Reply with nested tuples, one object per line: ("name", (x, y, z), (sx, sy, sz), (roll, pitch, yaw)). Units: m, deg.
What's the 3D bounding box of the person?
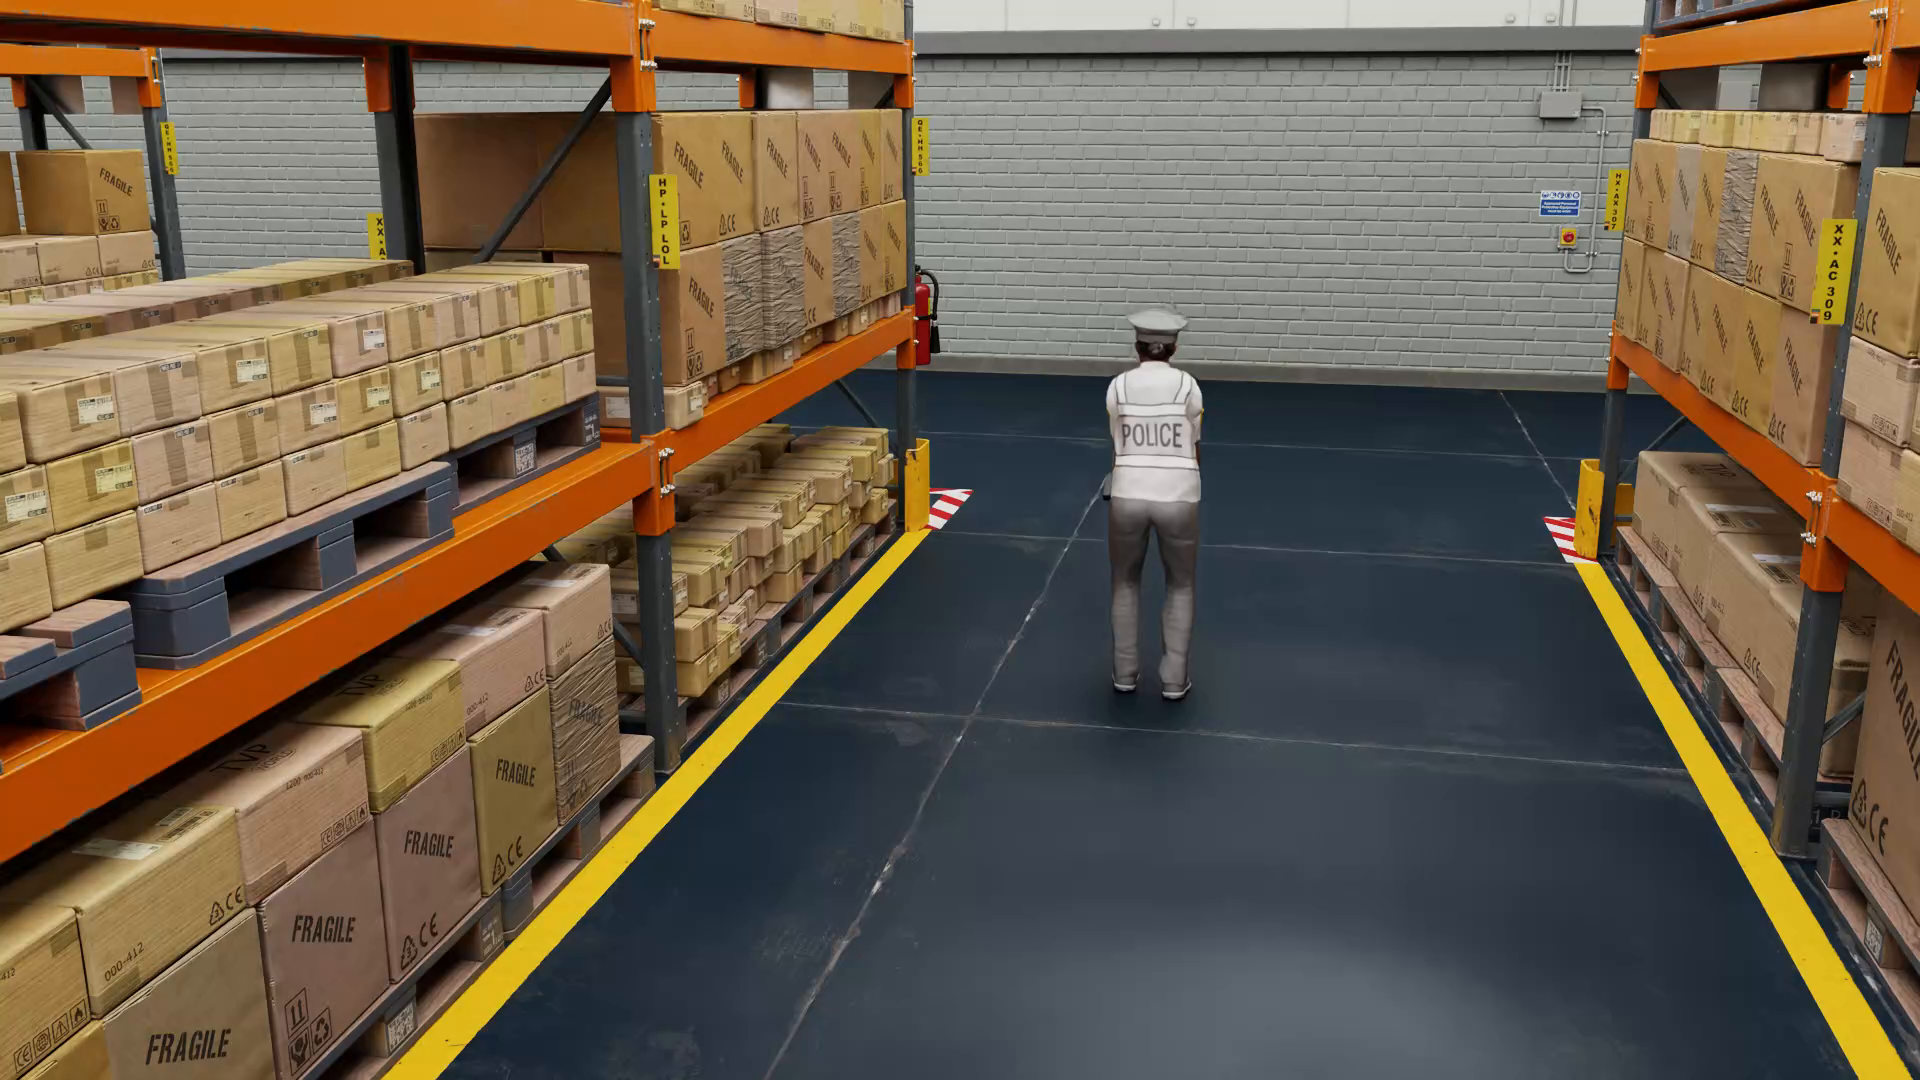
("person", (0.828, -0.152, 7.144), (0.416, 1.646, 0.555), (3, 15, 10))
